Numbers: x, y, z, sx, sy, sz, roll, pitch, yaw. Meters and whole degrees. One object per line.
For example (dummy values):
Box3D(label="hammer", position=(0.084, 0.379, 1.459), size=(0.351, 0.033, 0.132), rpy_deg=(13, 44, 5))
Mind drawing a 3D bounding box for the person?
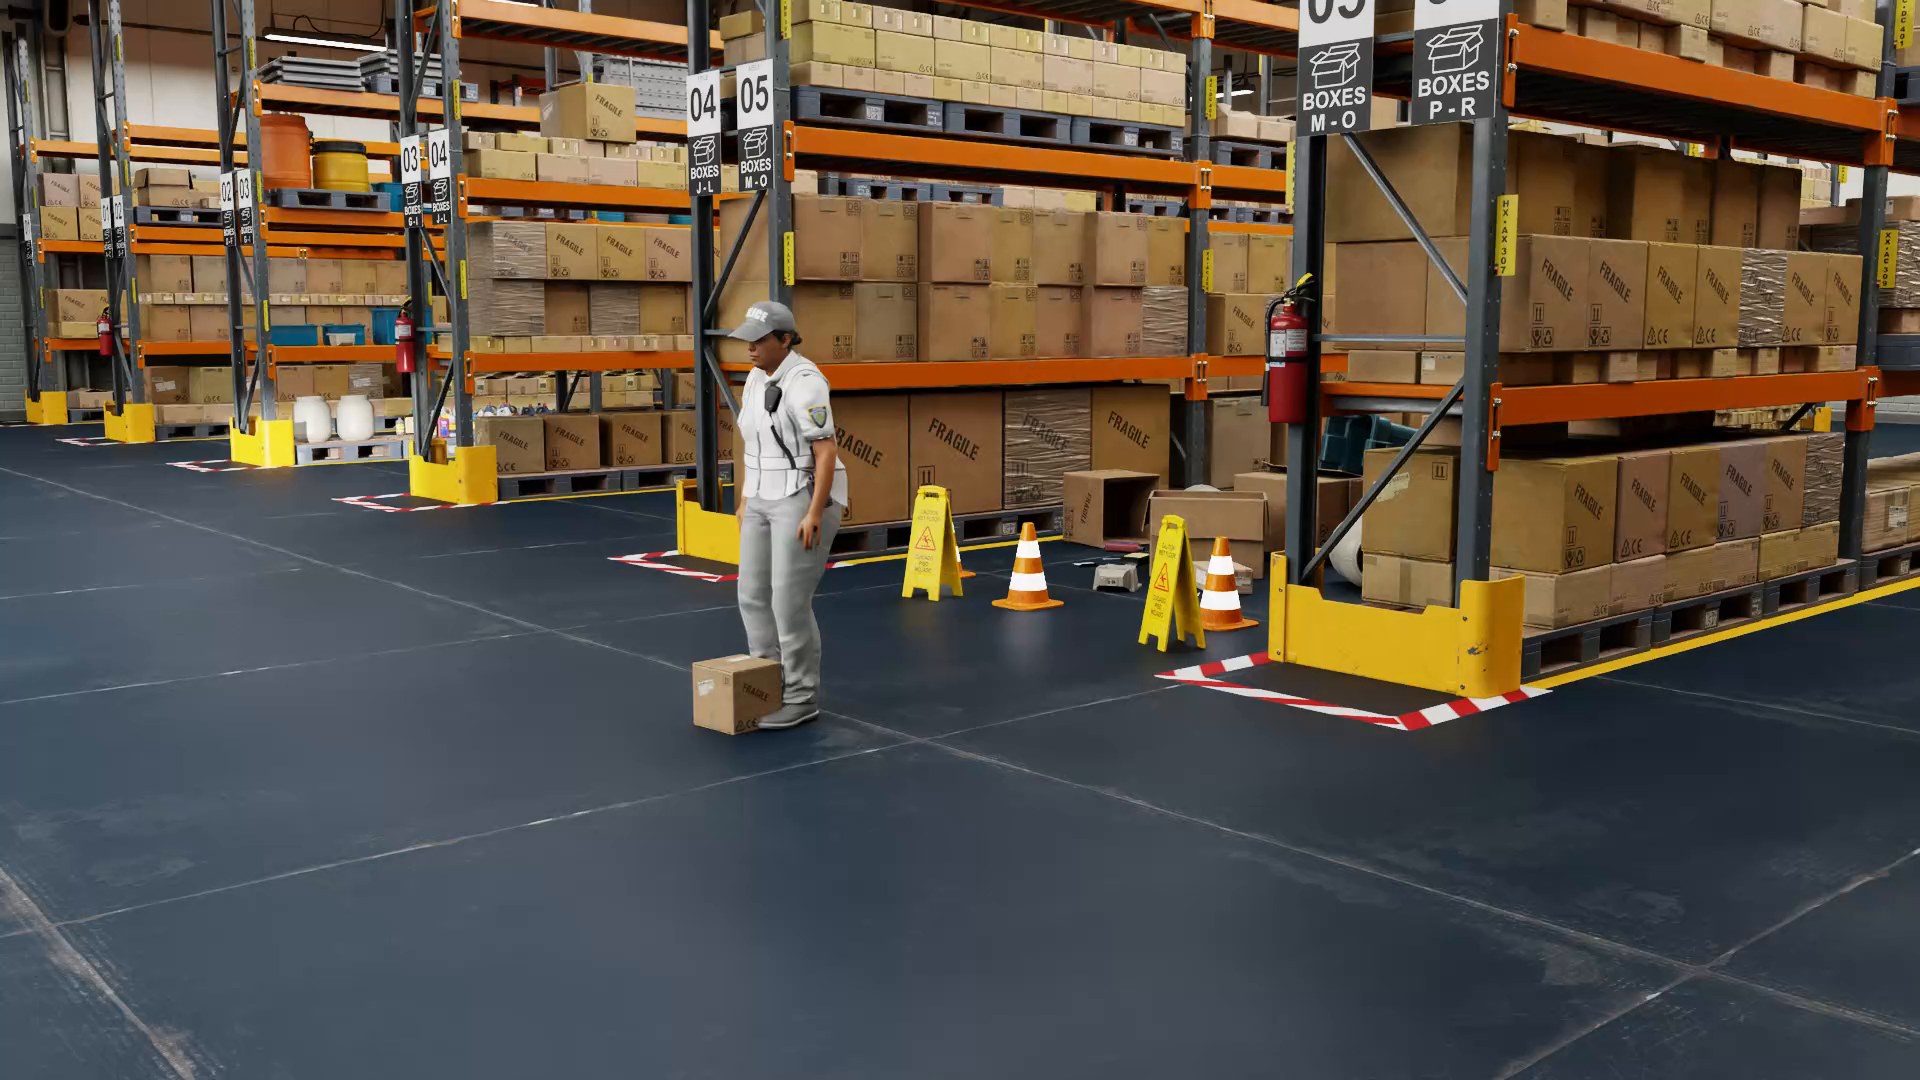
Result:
Box3D(label="person", position=(-0.715, -0.113, 6.616), size=(0.471, 1.666, 0.544), rpy_deg=(-7, 10, -41))
